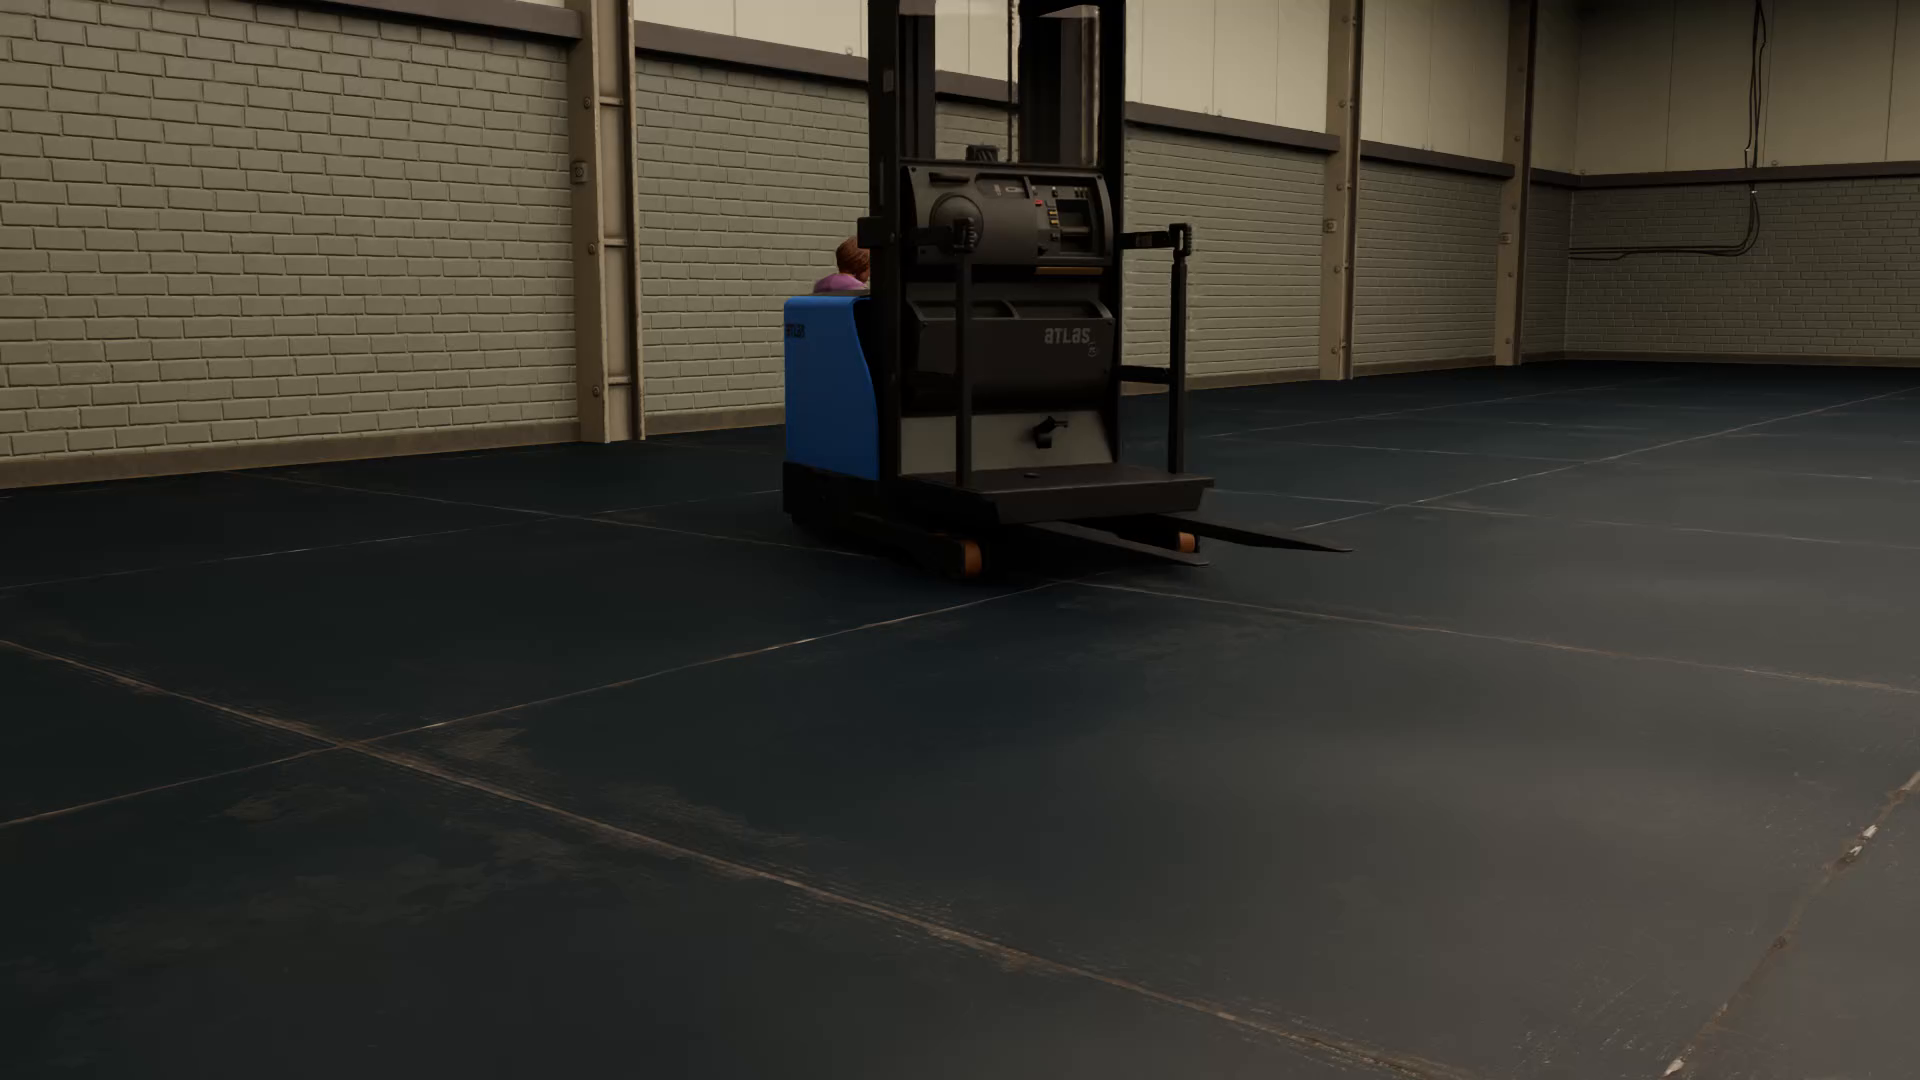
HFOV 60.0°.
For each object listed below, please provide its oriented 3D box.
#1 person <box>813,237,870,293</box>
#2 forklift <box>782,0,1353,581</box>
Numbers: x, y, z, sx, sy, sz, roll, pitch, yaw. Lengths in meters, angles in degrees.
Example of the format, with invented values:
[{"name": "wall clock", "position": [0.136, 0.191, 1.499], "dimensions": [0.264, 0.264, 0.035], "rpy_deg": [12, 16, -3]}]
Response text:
[{"name": "person", "position": [-0.451, -0.867, 8.705], "dimensions": [0.669, 1.340, 0.854], "rpy_deg": [-7, 11, -39]}, {"name": "forklift", "position": [0.318, -1.366, 6.620], "dimensions": [1.130, 2.935, 3.031], "rpy_deg": [-5, 9, -28]}]
